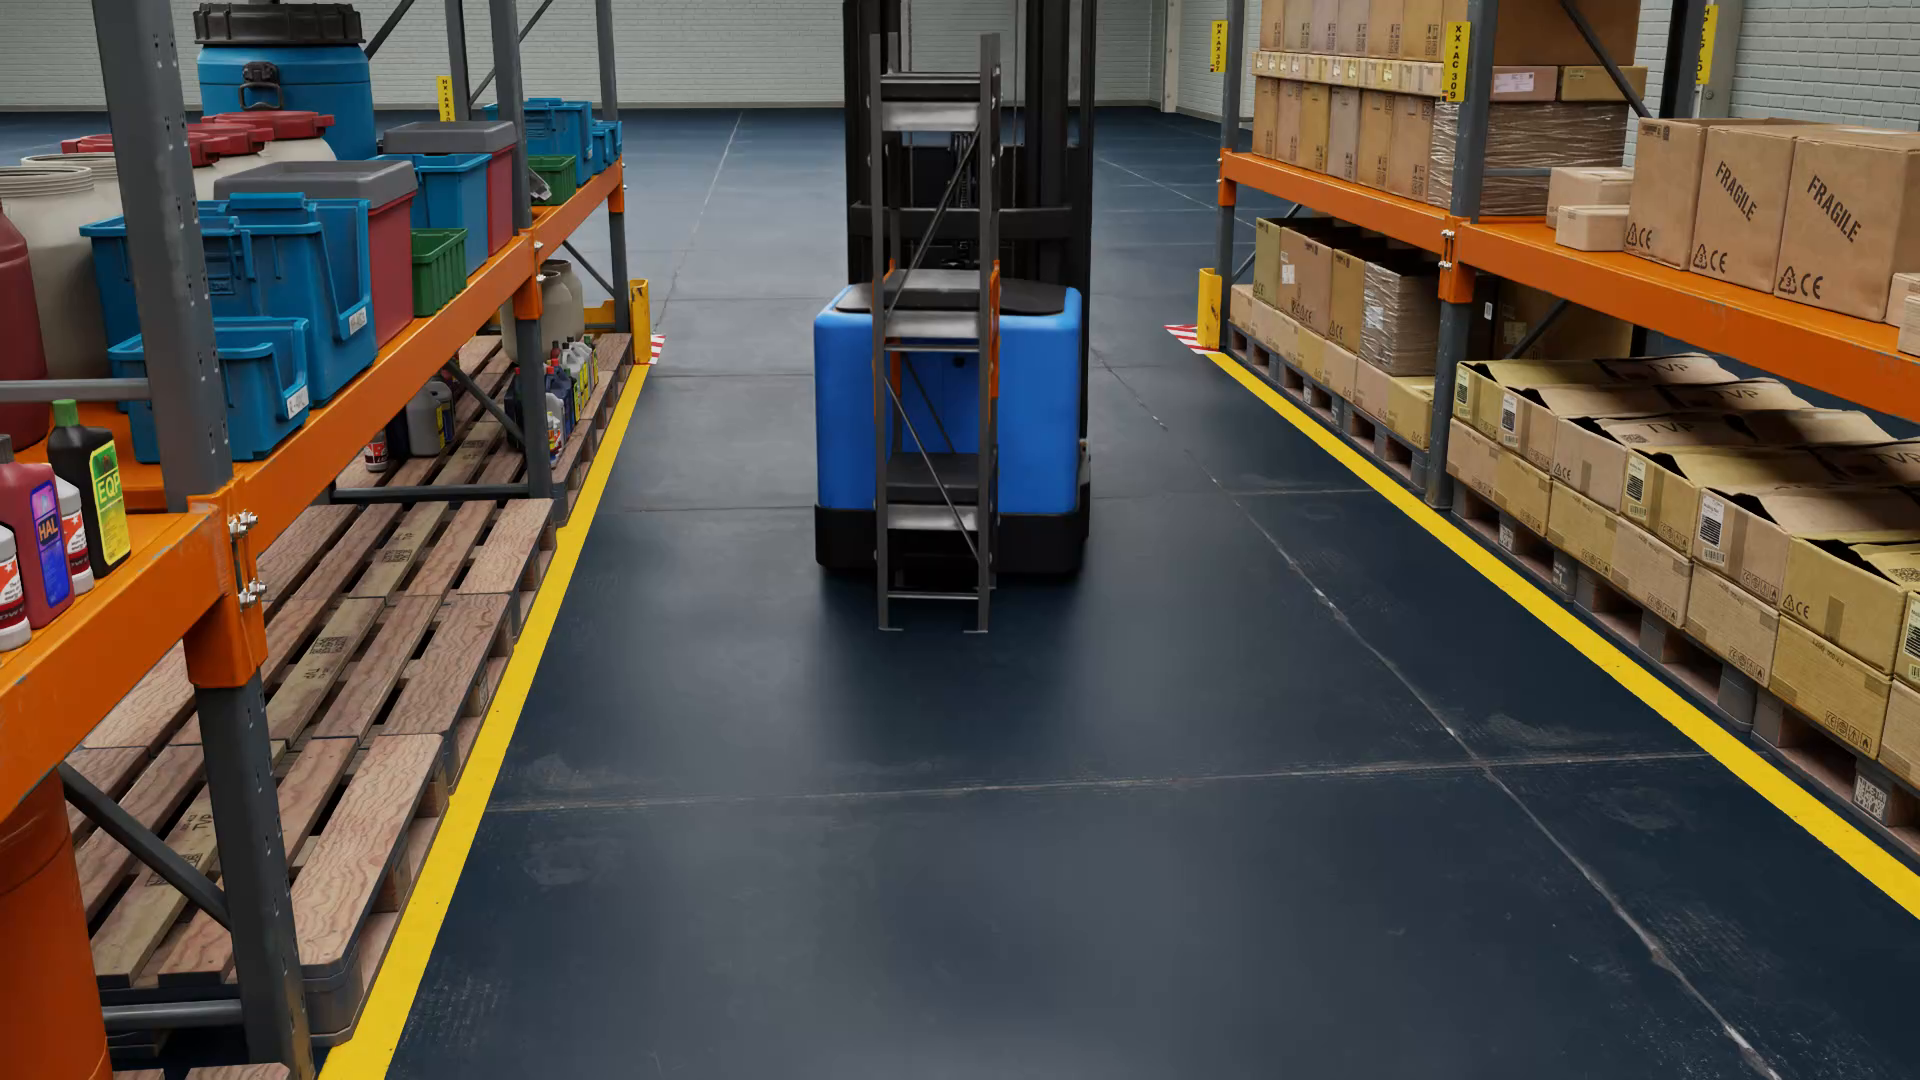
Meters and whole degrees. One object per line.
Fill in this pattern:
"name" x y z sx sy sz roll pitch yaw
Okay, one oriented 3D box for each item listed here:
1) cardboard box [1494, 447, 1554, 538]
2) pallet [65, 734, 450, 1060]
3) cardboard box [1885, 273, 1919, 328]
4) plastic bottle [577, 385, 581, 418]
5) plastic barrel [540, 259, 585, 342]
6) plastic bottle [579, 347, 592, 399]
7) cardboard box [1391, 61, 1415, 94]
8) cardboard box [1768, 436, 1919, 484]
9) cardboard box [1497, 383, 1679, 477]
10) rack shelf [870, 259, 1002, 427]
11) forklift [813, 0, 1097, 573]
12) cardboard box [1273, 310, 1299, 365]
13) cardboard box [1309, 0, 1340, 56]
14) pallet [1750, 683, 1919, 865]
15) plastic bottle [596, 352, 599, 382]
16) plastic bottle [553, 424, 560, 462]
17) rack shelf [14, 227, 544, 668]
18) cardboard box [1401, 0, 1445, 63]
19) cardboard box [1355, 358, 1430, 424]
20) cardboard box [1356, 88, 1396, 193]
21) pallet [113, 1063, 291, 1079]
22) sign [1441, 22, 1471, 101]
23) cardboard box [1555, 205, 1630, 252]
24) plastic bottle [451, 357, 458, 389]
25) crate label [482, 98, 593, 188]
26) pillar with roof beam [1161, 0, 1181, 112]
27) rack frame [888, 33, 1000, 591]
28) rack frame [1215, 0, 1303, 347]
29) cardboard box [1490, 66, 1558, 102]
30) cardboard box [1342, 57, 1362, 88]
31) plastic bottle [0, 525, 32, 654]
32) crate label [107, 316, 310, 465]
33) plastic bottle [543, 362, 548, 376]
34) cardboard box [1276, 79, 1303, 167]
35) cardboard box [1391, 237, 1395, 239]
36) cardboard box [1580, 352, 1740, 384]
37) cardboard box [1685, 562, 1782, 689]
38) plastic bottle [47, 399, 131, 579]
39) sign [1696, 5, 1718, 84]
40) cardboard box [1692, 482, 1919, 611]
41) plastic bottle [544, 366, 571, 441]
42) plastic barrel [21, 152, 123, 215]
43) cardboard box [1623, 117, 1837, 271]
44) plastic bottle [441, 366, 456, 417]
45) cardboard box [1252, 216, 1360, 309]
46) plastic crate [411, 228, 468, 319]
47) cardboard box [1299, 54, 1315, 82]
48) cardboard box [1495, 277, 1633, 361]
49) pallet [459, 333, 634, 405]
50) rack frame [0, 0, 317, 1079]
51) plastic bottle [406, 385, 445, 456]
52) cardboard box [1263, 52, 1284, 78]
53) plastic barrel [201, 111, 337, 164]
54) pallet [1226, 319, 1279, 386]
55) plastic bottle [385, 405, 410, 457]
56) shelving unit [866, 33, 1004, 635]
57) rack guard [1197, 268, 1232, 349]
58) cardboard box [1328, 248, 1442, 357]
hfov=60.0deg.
"cardboard box" 2.503 -0.206 6.714 0.500 0.250 0.500 -1 17 -4
"pallet" -1.900 0.845 4.134 1.003 0.211 1.213 -2 18 -6
"cardboard box" 2.881 -0.664 4.704 0.380 0.149 0.250 0 17 -2
"plastic bottle" -1.967 -0.715 8.384 0.097 0.201 0.097 0 17 0
"plastic barrel" -2.540 -1.457 10.262 0.421 0.512 0.421 0 17 0
"plastic bottle" -2.045 -0.897 8.838 0.152 0.276 0.135 -2 18 -7
"cardboard box" 2.334 -2.259 8.115 0.380 0.149 0.250 -2 18 -6
"cardboard box" 3.140 -0.188 5.722 0.500 0.311 0.500 -2 18 -6
"cardboard box" 2.497 -0.473 6.630 0.500 0.311 0.500 -2 18 -6
"rack shelf" -0.078 -0.721 6.015 0.431 0.518 0.480 1 17 5
"forklift" 0.063 -1.661 7.574 1.130 2.935 3.031 1 17 5
"cardboard box" 2.184 -1.213 9.923 0.500 0.250 0.500 -2 18 -6
"cardboard box" 2.397 -2.994 9.373 0.700 0.500 0.500 -2 18 -5
"pallet" 3.023 0.678 4.664 1.003 0.211 1.213 -2 18 -6
"plastic bottle" -2.058 -0.978 9.223 0.097 0.201 0.097 0 17 0
"plastic bottle" -1.879 -0.459 7.569 0.097 0.201 0.097 0 17 0
"rack shelf" -2.065 -0.506 4.983 1.077 0.370 4.000 -2 18 -6
"cardboard box" 2.551 -2.547 7.948 0.700 0.500 0.500 -2 18 -6
"cardboard box" 2.349 -0.767 8.501 0.500 0.250 0.500 -2 18 -6
"cardboard box" 2.495 -2.084 8.639 0.700 0.500 0.500 -2 17 -5
"pallet" -1.736 1.310 2.651 1.003 0.211 1.213 -2 18 -6
"sign" 2.104 -2.031 7.060 0.100 0.325 0.005 -2 18 -6
"cardboard box" 2.544 -1.207 6.434 0.380 0.149 0.250 -2 18 -6
"plastic bottle" -2.796 -0.931 9.073 0.097 0.201 0.097 0 17 0
"crate label" -2.225 -2.114 8.844 0.502 0.435 0.616 -2 18 -6
"pillar with roof beam" 0.727 -14.429 38.113 9.100 9.000 0.400 -2 18 -6
"rack frame" -0.058 -0.807 6.243 0.400 2.100 0.015 1 17 5
"rack frame" 2.243 -2.789 11.054 1.000 3.000 0.127 -2 18 -6
"cardboard box" 2.415 -2.029 7.382 0.380 0.149 0.250 -2 18 -6
"cardboard box" 2.255 -2.486 8.839 0.380 0.149 0.250 -1 17 -4
"plastic bottle" -1.375 0.052 2.335 0.097 0.201 0.097 0 17 0
"crate label" -1.529 -0.311 3.439 0.303 0.233 0.416 -2 18 -6
"plastic bottle" -2.150 -0.780 8.467 0.152 0.276 0.135 -2 18 -6
"cardboard box" 2.338 -2.541 10.096 0.700 0.500 0.500 -1 17 -4
"cardboard box" 2.713 -1.587 9.863 0.500 0.500 0.500 -2 18 -6
"cardboard box" 2.983 -0.642 7.166 0.500 0.311 0.500 -2 18 -6
"cardboard box" 2.666 0.253 5.252 0.500 0.250 0.500 -1 17 -4
"plastic bottle" -1.393 -0.091 2.653 0.061 0.283 0.133 -2 18 -6
"sign" 3.195 -2.132 7.159 0.100 0.325 0.005 -2 18 -6
"cardboard box" 2.660 -0.015 5.171 0.500 0.311 0.500 -2 18 -6
"plastic bottle" -1.942 -0.645 7.911 0.144 0.351 0.185 -1 17 -4
"plastic barrel" -2.221 -0.733 4.316 0.421 0.512 0.421 0 17 0
"cardboard box" 2.773 -1.259 6.012 0.500 0.500 0.500 -1 17 -2
"plastic bottle" -2.584 -0.748 8.352 0.061 0.283 0.133 -2 18 -6
"cardboard box" 2.131 -1.720 10.285 0.500 0.500 0.500 -2 18 -6
"plastic crate" -1.811 -0.834 5.180 0.450 0.188 0.662 -2 18 -6
"cardboard box" 2.178 -2.715 9.568 0.380 0.149 0.250 -2 18 -7
"cardboard box" 2.920 -0.992 7.965 0.500 0.500 0.500 -2 18 -6
"pallet" -2.551 -1.043 10.148 1.003 0.211 1.213 -2 18 -6
"rack frame" -1.859 -0.254 2.978 1.000 3.000 0.127 -2 18 -6
"plastic bottle" -2.481 -0.579 7.702 0.144 0.351 0.185 -2 18 -6
"cardboard box" 2.100 -2.944 10.298 0.380 0.149 0.250 -2 18 -7
"plastic barrel" -2.391 -1.219 5.824 0.433 0.535 0.433 0 17 0
"pallet" 2.364 -1.232 10.750 1.003 0.211 1.213 -2 18 -6
"plastic bottle" -2.624 -0.575 7.687 0.144 0.351 0.185 -2 18 -7
"shelving unit" -0.078 -0.734 6.011 0.431 2.100 0.503 1 17 5
"rack guard" 2.241 -1.604 11.451 1.175 0.500 0.348 -2 18 -6
"cardboard box" 2.296 -1.273 8.863 0.500 0.500 0.500 -2 18 -6
